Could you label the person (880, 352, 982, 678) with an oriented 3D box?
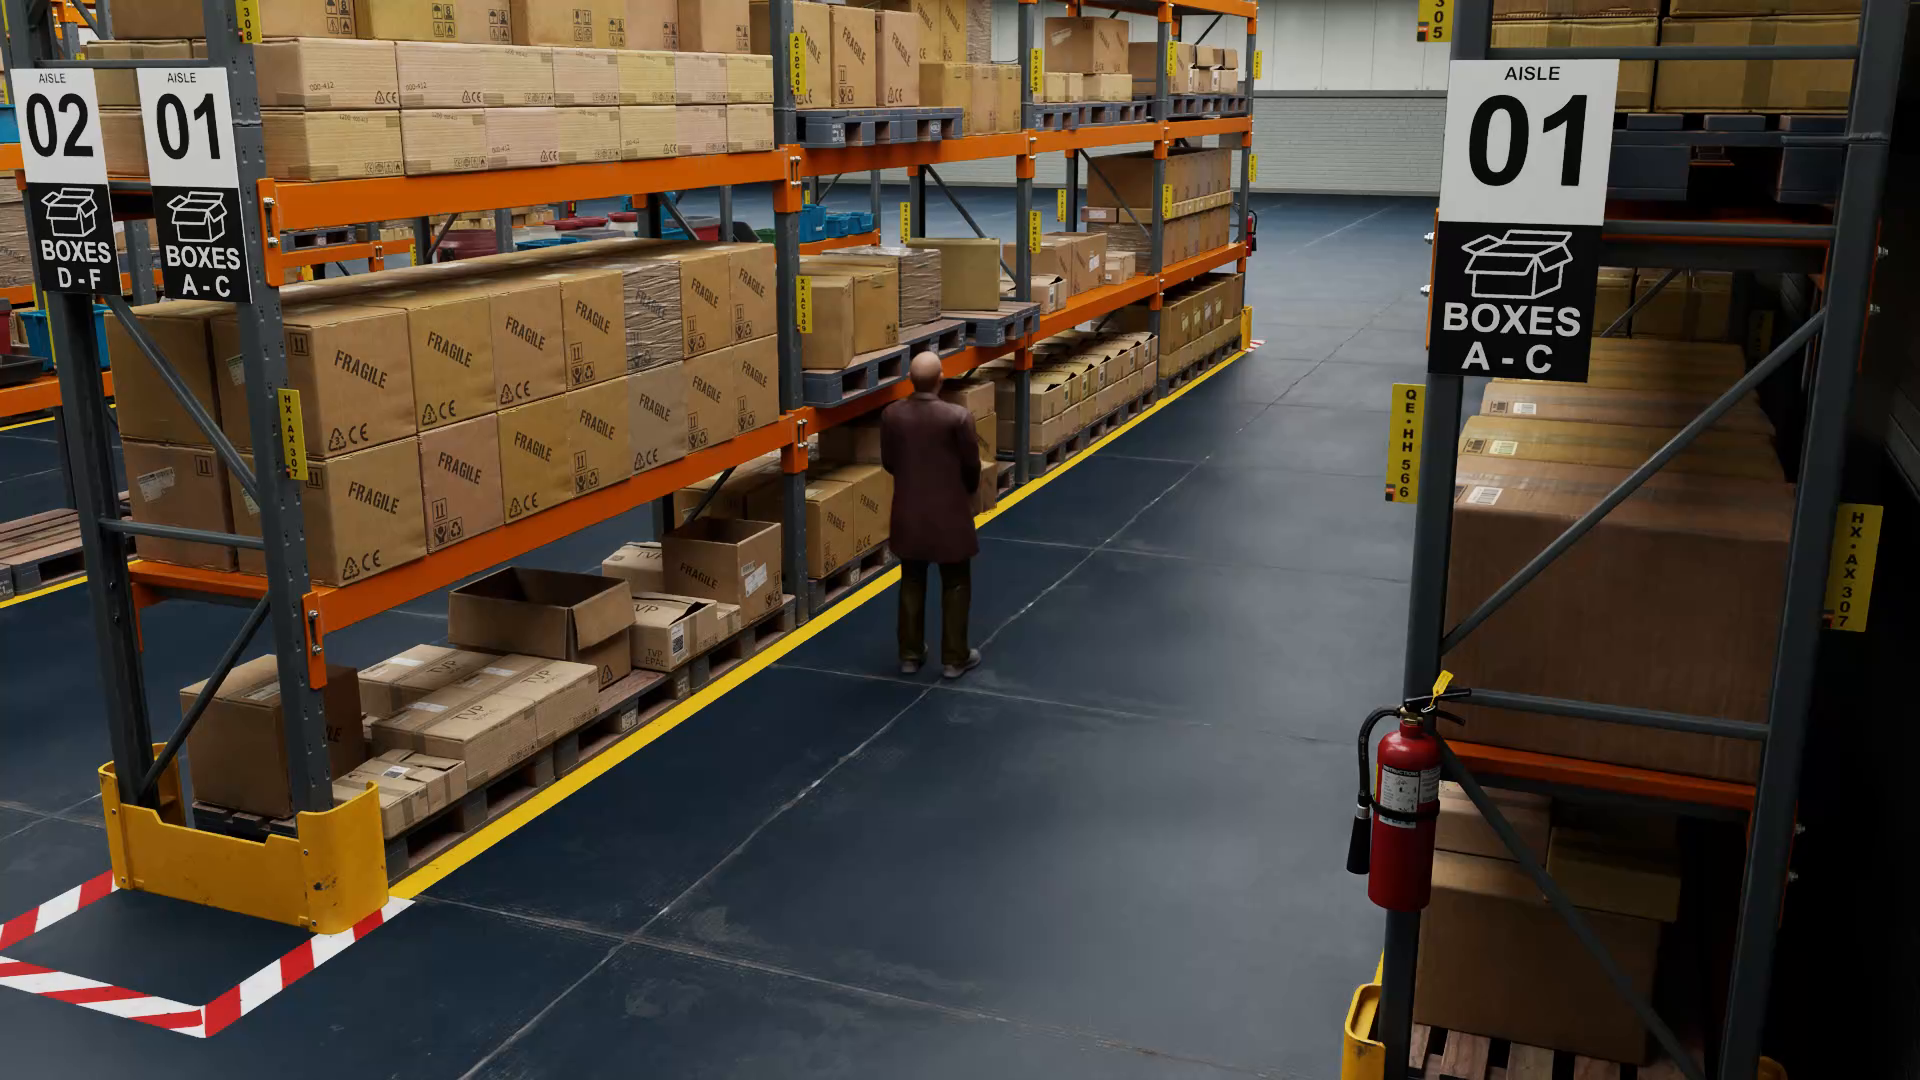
[{"bbox_3d":[-0.127,-0.162,9.131,0.559,1.781,0.517,5,16,18],"label":"person"}]
